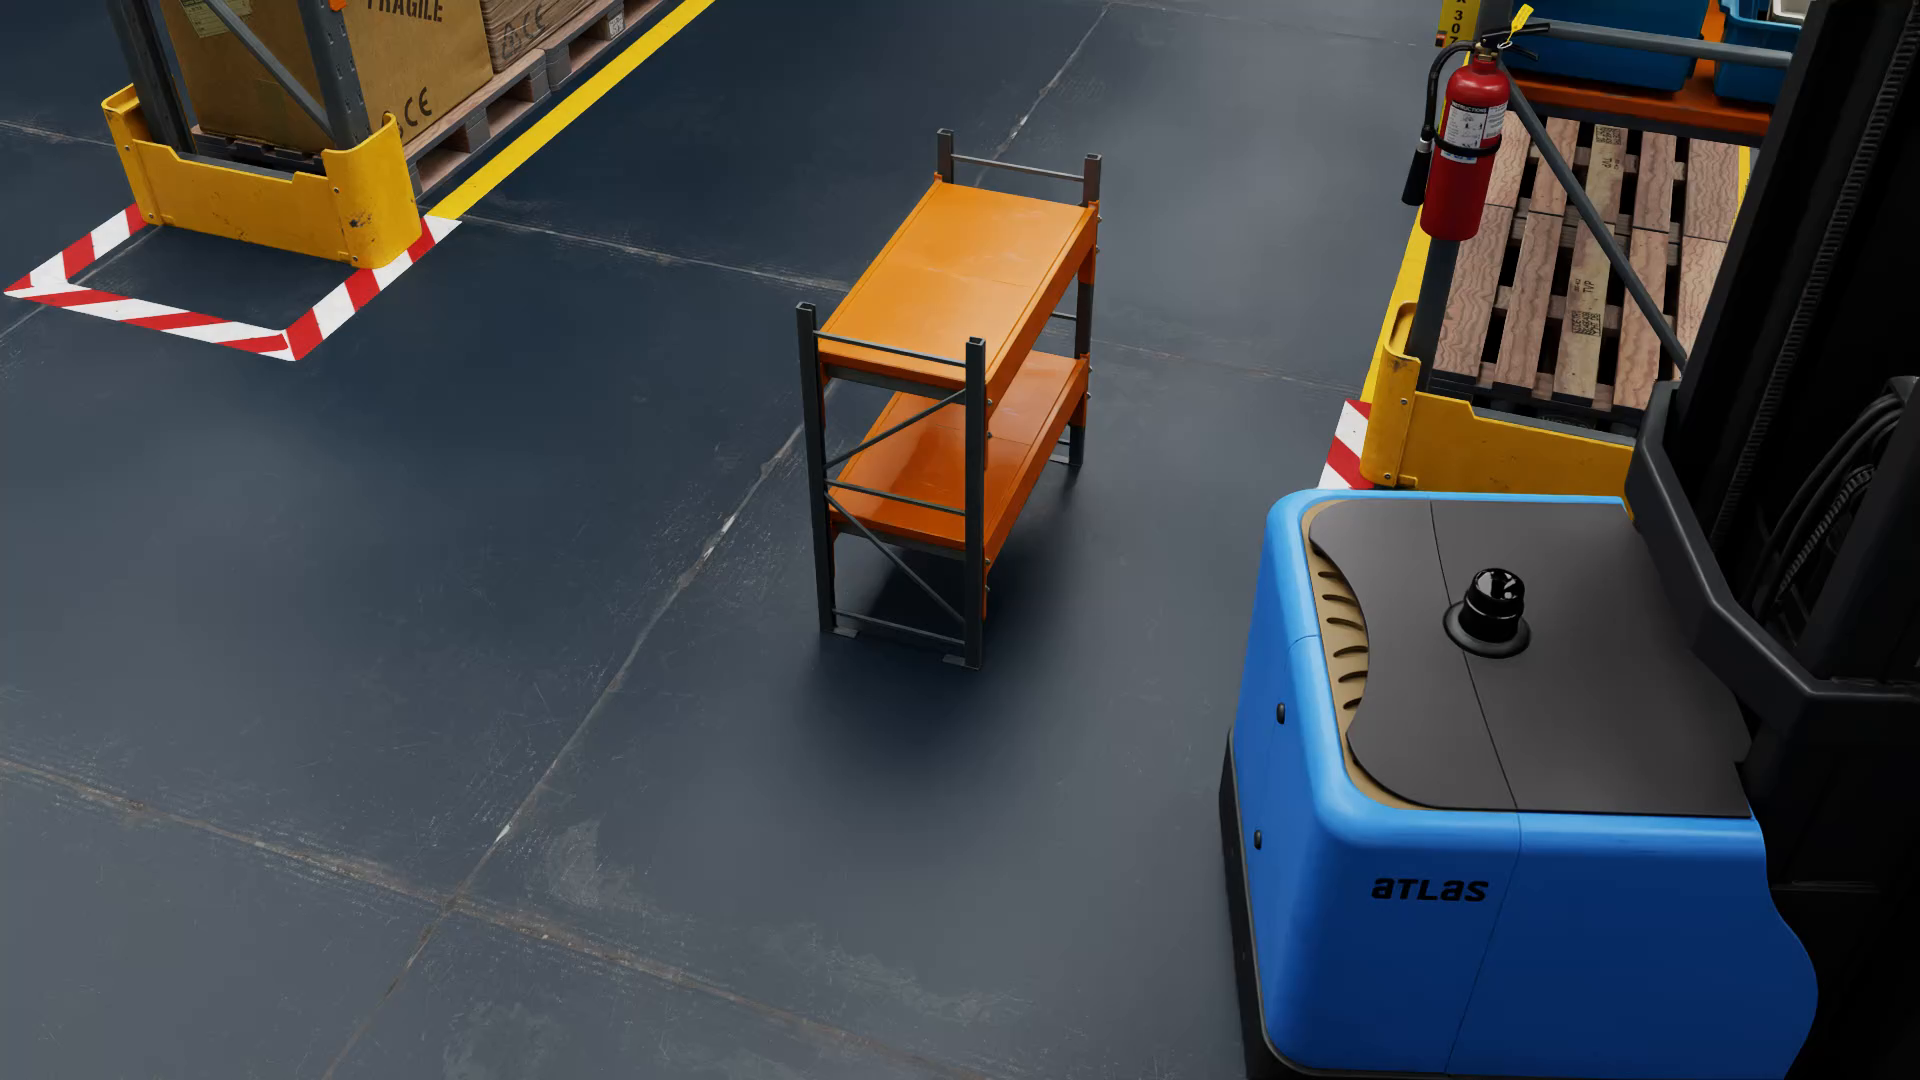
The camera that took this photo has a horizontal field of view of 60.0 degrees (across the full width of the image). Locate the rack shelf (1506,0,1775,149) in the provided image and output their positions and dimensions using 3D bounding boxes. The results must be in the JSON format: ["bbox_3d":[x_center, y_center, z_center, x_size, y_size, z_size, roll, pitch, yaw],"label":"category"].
[{"bbox_3d":[2.595,-2.280,6.165,1.077,0.370,4.000,13,42,15],"label":"rack shelf"}]

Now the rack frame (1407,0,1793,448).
[{"bbox_3d":[1.911,-1.334,4.502,1.000,3.000,0.127,13,42,15],"label":"rack frame"}]

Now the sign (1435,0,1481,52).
[{"bbox_3d":[1.388,-1.508,4.580,0.100,0.325,0.005,13,42,15],"label":"sign"}]

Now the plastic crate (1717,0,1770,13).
[{"bbox_3d":[2.530,-1.772,5.098,0.416,0.233,0.300,13,42,15],"label":"plastic crate"}]

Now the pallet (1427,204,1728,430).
[{"bbox_3d":[2.229,-0.767,5.986,1.003,0.211,1.213,13,42,15],"label":"pallet"}]

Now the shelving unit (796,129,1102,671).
[{"bbox_3d":[-0.002,-0.424,4.880,0.538,1.125,1.048,13,42,15],"label":"shelving unit"}]

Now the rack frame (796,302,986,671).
[{"bbox_3d":[-0.176,-0.114,4.517,0.500,1.125,0.032,13,42,15],"label":"rack frame"}]

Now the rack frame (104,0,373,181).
[{"bbox_3d":[-2.744,-2.433,5.790,1.000,3.000,0.127,13,42,15],"label":"rack frame"}]

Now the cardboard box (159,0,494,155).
[{"bbox_3d":[-2.600,-2.192,6.822,0.875,0.875,0.875,13,42,15],"label":"cardboard box"}]

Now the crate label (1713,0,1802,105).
[{"bbox_3d":[2.304,-1.370,4.628,0.416,0.233,0.303,13,42,15],"label":"crate label"}]

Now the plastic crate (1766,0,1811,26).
[{"bbox_3d":[2.492,-1.511,4.867,0.250,0.136,0.298,13,42,15],"label":"plastic crate"}]

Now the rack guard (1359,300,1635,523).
[{"bbox_3d":[1.915,-0.365,5.293,1.175,0.500,0.348,13,42,15],"label":"rack guard"}]

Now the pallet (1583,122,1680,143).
[{"bbox_3d":[3.063,-2.255,7.731,1.003,0.211,1.213,13,42,15],"label":"pallet"}]

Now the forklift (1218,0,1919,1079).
[{"bbox_3d":[2.172,-0.069,3.072,3.031,2.935,1.130,1,40,2],"label":"forklift"}]

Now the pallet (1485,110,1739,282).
[{"bbox_3d":[2.648,-1.509,6.856,1.003,0.211,1.213,13,42,15],"label":"pallet"}]

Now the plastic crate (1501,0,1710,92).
[{"bbox_3d":[1.850,-1.615,4.759,0.616,0.435,0.499,13,42,15],"label":"plastic crate"}]

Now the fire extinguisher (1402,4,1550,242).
[{"bbox_3d":[1.432,-1.171,4.658,0.296,0.674,0.183,13,42,15],"label":"fire extinguisher"}]

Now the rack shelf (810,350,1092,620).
[{"bbox_3d":[-0.002,-0.238,5.039,0.538,0.278,1.000,13,42,15],"label":"rack shelf"}]

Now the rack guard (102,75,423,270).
[{"bbox_3d":[-2.752,-1.467,6.585,1.175,0.500,0.348,13,42,15],"label":"rack guard"}]

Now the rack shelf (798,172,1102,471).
[{"bbox_3d":[-0.002,-0.646,4.690,0.538,0.278,1.000,13,42,15],"label":"rack shelf"}]

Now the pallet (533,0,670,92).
[{"bbox_3d":[-2.125,-2.619,8.157,1.003,0.211,1.213,13,42,15],"label":"pallet"}]

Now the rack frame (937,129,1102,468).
[{"bbox_3d":[0.172,-0.734,5.243,0.500,1.125,0.032,13,42,15],"label":"rack frame"}]

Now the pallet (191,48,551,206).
[{"bbox_3d":[-2.544,-1.877,7.287,1.003,0.211,1.213,13,42,15],"label":"pallet"}]

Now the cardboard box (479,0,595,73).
[{"bbox_3d":[-2.289,-2.747,7.473,0.875,0.875,0.875,13,42,15],"label":"cardboard box"}]

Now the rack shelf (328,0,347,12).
[{"bbox_3d":[-2.060,-3.379,7.454,1.077,0.370,4.000,13,42,15],"label":"rack shelf"}]
